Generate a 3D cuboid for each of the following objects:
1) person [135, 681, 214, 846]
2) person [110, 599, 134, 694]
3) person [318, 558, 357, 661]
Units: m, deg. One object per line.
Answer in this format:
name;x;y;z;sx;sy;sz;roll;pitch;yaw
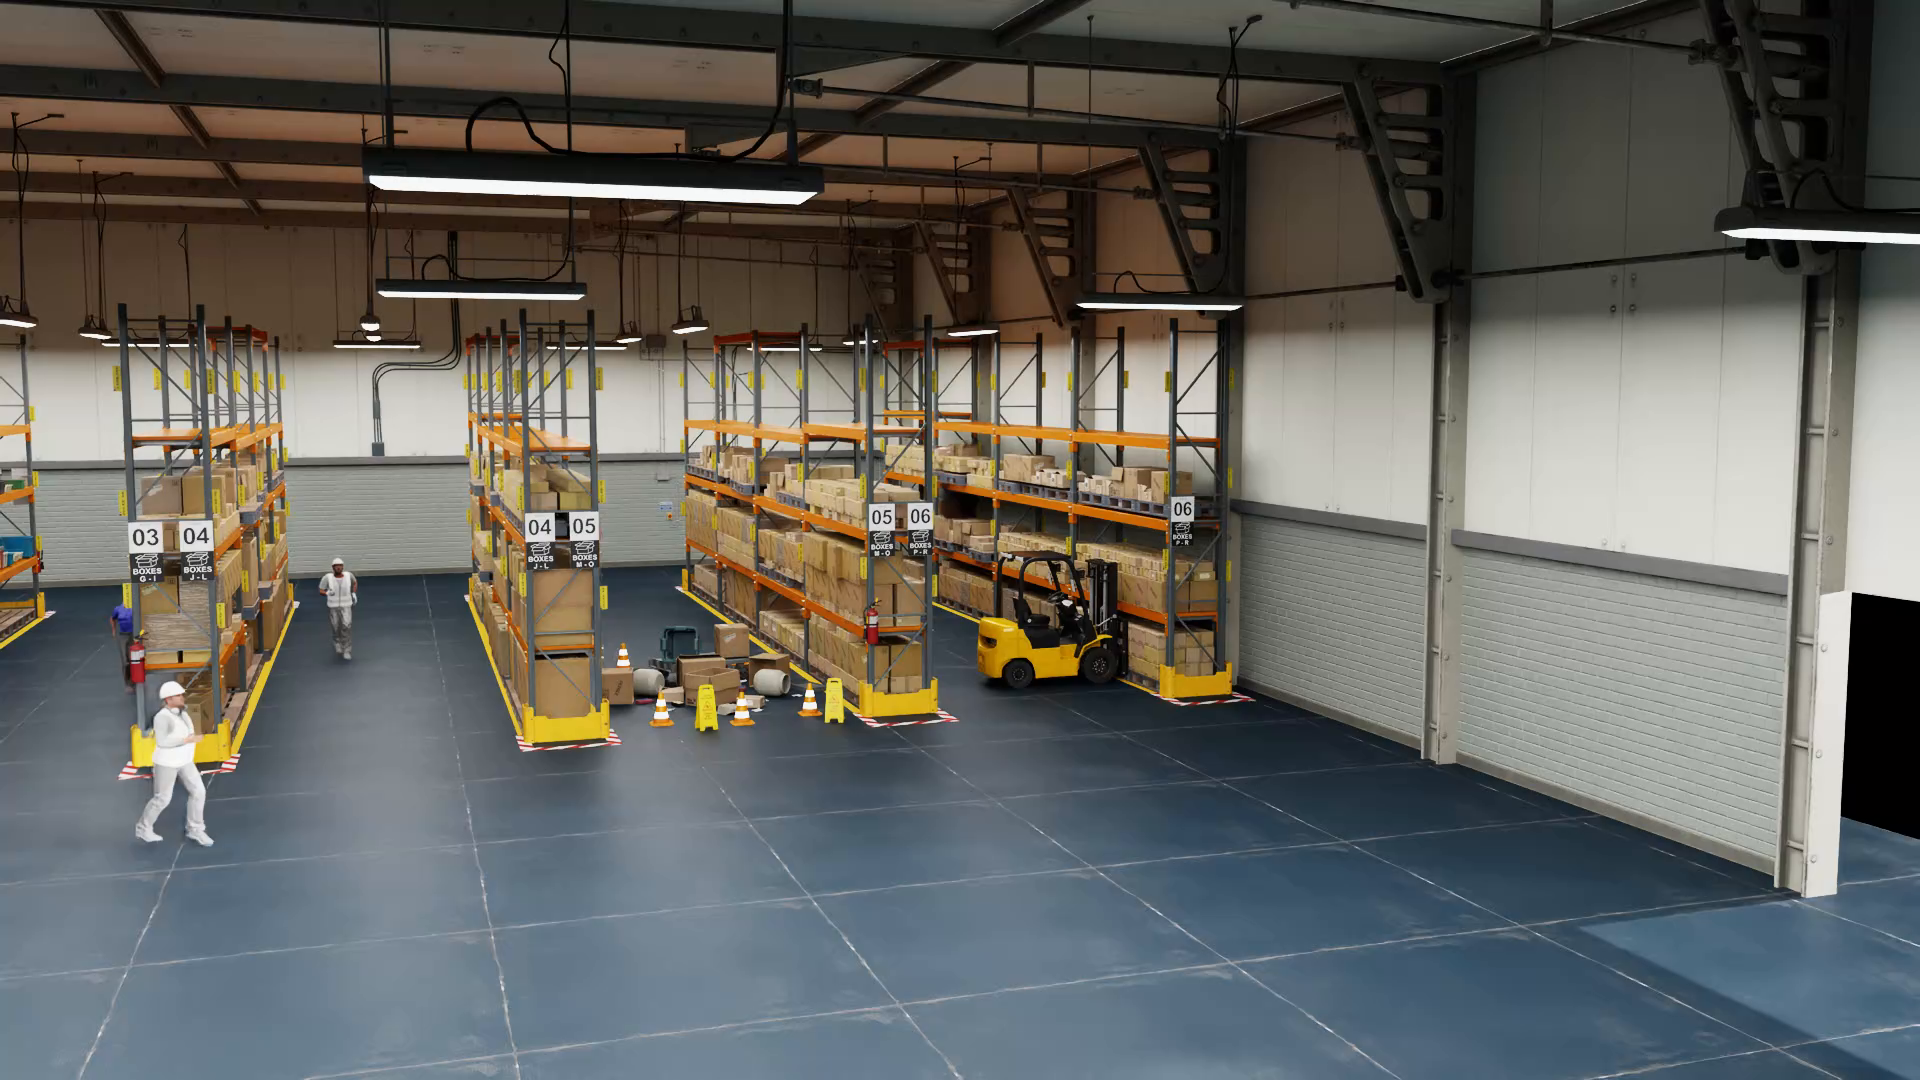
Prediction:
person;-8.477;2.424;17.909;0.845;1.822;0.605;1;5;9
person;-13.440;1.620;26.941;0.583;1.624;0.924;-3;6;-25
person;-11.288;1.232;30.206;0.669;1.819;0.891;-2;6;-20
